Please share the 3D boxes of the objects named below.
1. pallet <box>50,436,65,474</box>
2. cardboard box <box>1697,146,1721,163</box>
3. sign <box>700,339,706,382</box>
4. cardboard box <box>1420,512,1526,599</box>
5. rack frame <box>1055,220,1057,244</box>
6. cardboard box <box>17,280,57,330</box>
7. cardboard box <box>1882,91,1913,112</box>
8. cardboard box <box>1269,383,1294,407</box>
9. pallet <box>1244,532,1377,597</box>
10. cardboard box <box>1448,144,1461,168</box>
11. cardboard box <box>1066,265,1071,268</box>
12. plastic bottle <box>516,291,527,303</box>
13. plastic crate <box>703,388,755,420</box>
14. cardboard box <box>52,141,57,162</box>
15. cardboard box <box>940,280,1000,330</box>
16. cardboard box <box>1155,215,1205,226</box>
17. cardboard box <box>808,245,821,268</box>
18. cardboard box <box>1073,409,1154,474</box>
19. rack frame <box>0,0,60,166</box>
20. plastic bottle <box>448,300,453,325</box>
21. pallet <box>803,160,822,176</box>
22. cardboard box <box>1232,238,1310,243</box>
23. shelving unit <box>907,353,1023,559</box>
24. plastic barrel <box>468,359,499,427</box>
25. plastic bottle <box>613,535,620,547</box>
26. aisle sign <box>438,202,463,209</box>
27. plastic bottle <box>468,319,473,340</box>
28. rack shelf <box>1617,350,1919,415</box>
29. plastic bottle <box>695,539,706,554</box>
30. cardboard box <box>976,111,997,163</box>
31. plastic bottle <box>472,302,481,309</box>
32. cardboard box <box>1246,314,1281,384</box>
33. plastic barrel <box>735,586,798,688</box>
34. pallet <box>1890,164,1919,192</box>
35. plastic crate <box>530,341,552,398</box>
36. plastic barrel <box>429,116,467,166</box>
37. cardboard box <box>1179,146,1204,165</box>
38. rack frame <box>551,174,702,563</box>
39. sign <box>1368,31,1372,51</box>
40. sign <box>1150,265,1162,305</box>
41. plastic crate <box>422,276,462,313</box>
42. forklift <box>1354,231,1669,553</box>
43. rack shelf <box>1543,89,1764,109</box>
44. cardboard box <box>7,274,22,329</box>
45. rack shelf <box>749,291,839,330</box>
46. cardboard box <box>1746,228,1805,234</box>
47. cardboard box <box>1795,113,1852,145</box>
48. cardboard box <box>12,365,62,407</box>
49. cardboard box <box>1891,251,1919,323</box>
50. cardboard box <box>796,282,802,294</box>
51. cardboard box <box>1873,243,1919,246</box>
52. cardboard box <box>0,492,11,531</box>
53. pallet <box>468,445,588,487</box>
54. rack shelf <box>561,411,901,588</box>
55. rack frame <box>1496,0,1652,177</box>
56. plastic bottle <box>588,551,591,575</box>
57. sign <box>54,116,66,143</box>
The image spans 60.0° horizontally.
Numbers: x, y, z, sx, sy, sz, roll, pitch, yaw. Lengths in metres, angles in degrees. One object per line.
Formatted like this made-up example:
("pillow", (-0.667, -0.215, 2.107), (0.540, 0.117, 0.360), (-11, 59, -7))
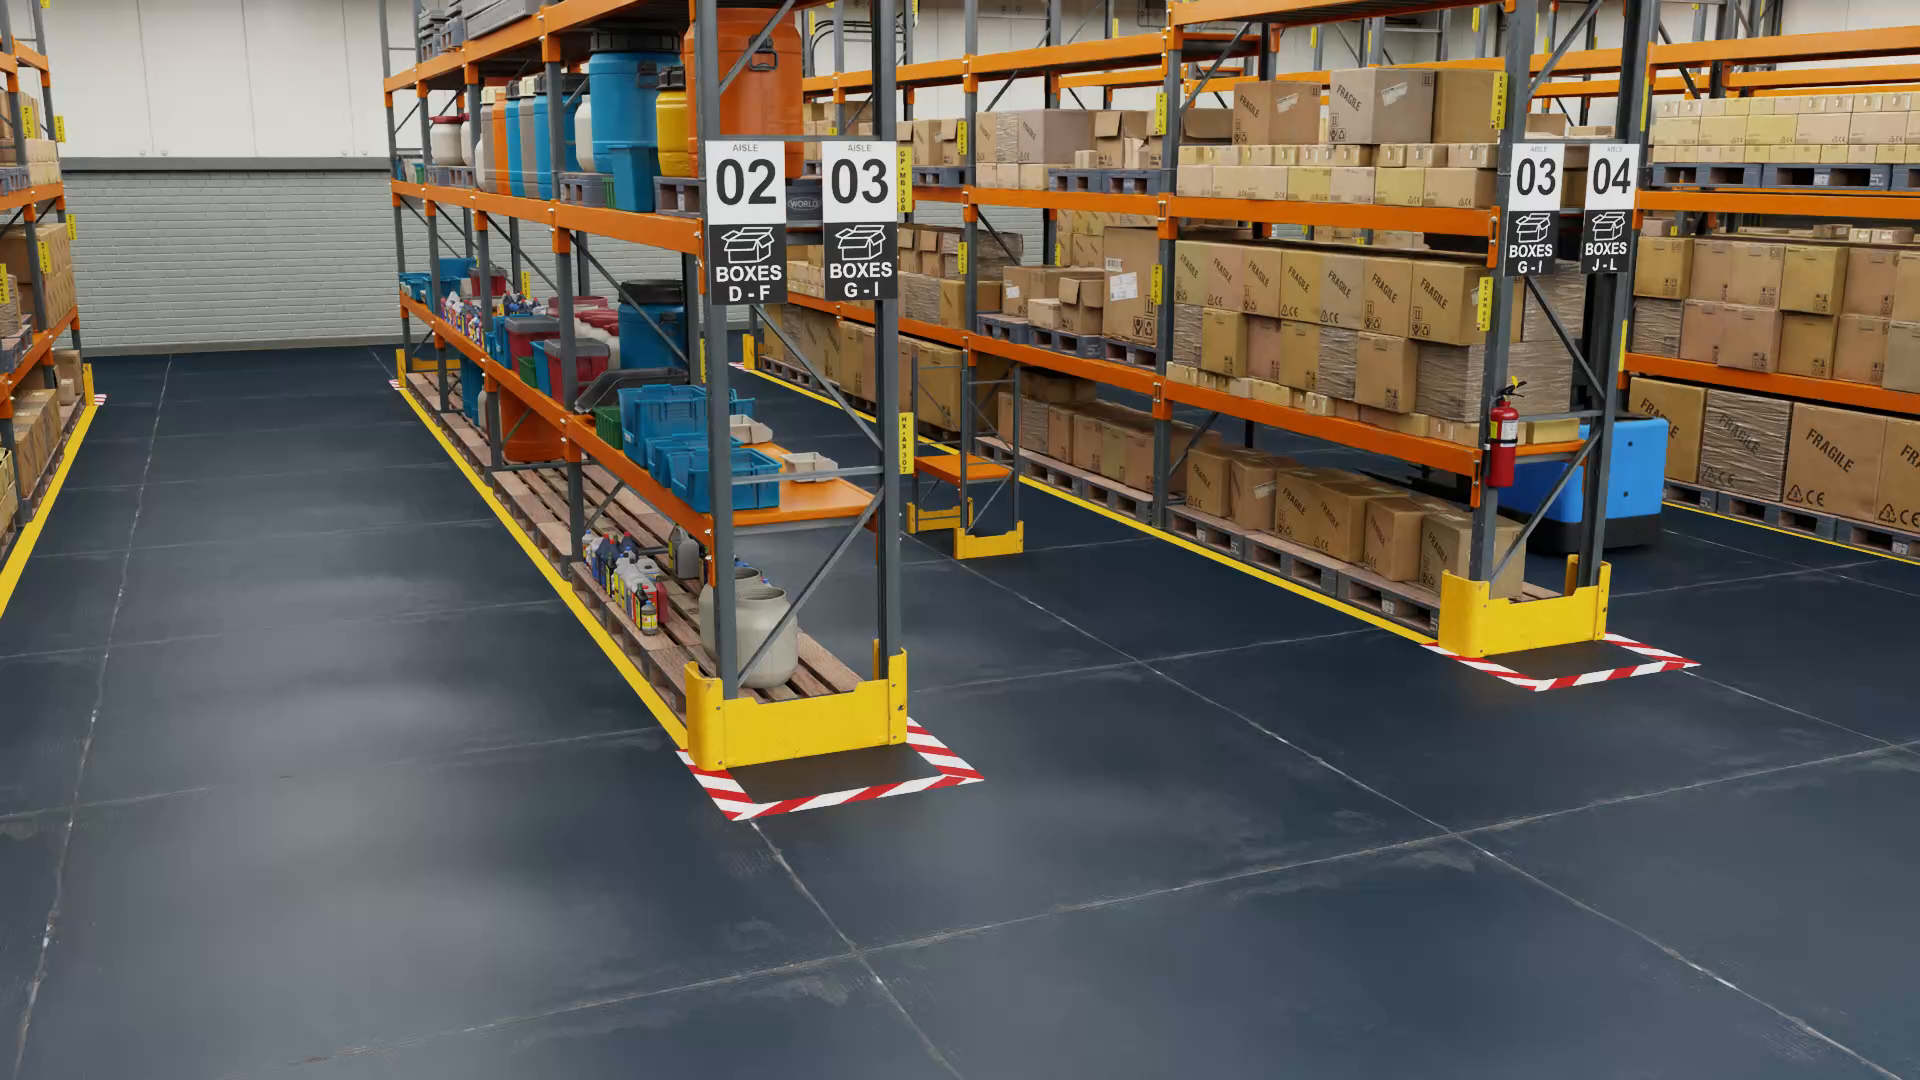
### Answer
("pallet", (-9.787, -0.838, 17.023), (1.003, 0.211, 1.213), (-6, 14, -23))
("cardboard box", (6.759, -3.411, 14.707), (0.380, 0.149, 0.250), (-6, 14, -23))
("sign", (-1.894, -1.337, 12.382), (0.100, 0.325, 0.005), (-6, 14, -23))
("cardboard box", (3.503, 0.107, 11.369), (0.500, 0.500, 0.500), (-3, 13, -13))
("rack frame", (1.914, -4.509, 26.699), (1.000, 3.000, 0.127), (-6, 14, -23))
("cardboard box", (-10.102, -2.540, 17.970), (0.500, 0.500, 0.500), (-5, 14, -21))
("cardboard box", (7.472, -3.433, 13.032), (0.380, 0.149, 0.250), (-6, 14, -23))
("cardboard box", (2.559, -1.100, 12.526), (0.380, 0.149, 0.250), (-6, 14, -23))
("pallet", (2.930, 0.144, 12.779), (1.003, 0.211, 1.213), (-6, 14, -23))
("cardboard box", (3.344, -2.452, 10.608), (0.380, 0.149, 0.250), (-6, 14, -25))
("cardboard box", (1.883, -4.241, 26.099), (0.380, 0.149, 0.250), (-5, 14, -21))
("plastic bottle", (-4.865, -2.585, 18.497), (0.144, 0.351, 0.185), (-6, 14, -23))
("plastic crate", (-1.710, -0.879, 11.343), (0.499, 0.251, 0.616), (-6, 14, -23))
("cardboard box", (-11.310, -4.736, 20.254), (0.500, 0.250, 0.500), (-6, 14, -23))
("cardboard box", (0.109, -2.557, 18.044), (0.500, 0.500, 0.500), (-5, 14, -21))
("cardboard box", (3.080, -4.436, 23.284), (0.500, 0.500, 0.500), (-6, 14, -25))
("cardboard box", (-1.695, -3.867, 21.936), (0.500, 0.500, 0.500), (-5, 14, -22))
("cardboard box", (1.511, -0.944, 15.862), (0.700, 0.500, 0.500), (-7, 15, -28))
("rack frame", (-11.749, -6.110, 20.314), (1.000, 3.000, 0.127), (-6, 14, -23))
("plastic bottle", (-5.603, -2.513, 18.361), (0.097, 0.271, 0.097), (0, 13, 0))
("pallet", (-1.387, -4.843, 21.689), (1.003, 0.211, 1.213), (-6, 14, -23))
("cardboard box", (2.568, -2.215, 13.689), (0.500, 0.500, 0.500), (-6, 14, -23))
("shelving unit", (0.031, -0.715, 13.633), (0.587, 1.500, 1.083), (-6, 14, -23))
("plastic barrel", (-5.121, -1.730, 18.414), (0.600, 0.901, 0.708), (-6, 14, -23))
("plastic bottle", (-2.425, 0.114, 11.774), (0.061, 0.283, 0.133), (-6, 14, -23))
("aisle sign", (-6.970, -4.942, 22.806), (0.394, 0.787, 0.004), (-6, 14, -23))
("plastic bottle", (-4.953, -2.144, 16.920), (0.097, 0.201, 0.097), (0, 13, 0))
("rack shelf", (7.522, -1.266, 14.282), (1.077, 0.370, 4.000), (-6, 14, -23))
("plastic bottle", (-1.804, 0.068, 11.824), (0.144, 0.351, 0.185), (-6, 15, -26))
("cardboard box", (0.486, -4.062, 16.786), (0.500, 0.500, 0.500), (-5, 14, -22))
("plastic bottle", (-5.260, -2.440, 18.034), (0.152, 0.276, 0.135), (-6, 14, -23))
("cardboard box", (2.720, -1.497, 12.803), (0.875, 0.500, 0.500), (-6, 14, -23))
("plastic barrel", (-1.134, 0.550, 9.428), (0.421, 0.512, 0.421), (0, 13, 0))
("pallet", (8.016, -2.774, 12.746), (1.003, 0.211, 1.213), (-6, 14, -23))
("plastic crate", (-3.129, -1.347, 13.073), (0.392, 0.384, 0.575), (-6, 14, -23))
("plastic barrel", (-5.626, -4.409, 18.381), (0.433, 0.535, 0.433), (0, 13, 0))
("cardboard box", (1.984, -3.090, 13.365), (0.380, 0.149, 0.250), (-6, 14, -25))
("rack frame", (-2.402, -1.155, 12.208), (1.000, 3.000, 0.127), (-6, 14, -23))
("sign", (6.912, -8.439, 28.129), (0.100, 0.325, 0.005), (-6, 14, -23))
("sign", (1.629, -2.116, 13.791), (0.100, 0.325, 0.005), (-6, 14, -23))
("plastic crate", (-6.107, -2.895, 19.628), (0.392, 0.384, 0.575), (-6, 14, -23))
("forklift", (4.650, -1.611, 14.329), (1.130, 2.935, 3.031), (-5, 14, -22))
("rack shelf", (11.757, -7.583, 28.281), (1.077, 0.370, 4.000), (-6, 14, -23))
("cardboard box", (-9.383, -2.255, 15.808), (0.700, 0.500, 0.500), (-10, 16, -37))
("rack shelf", (-1.870, -3.318, 23.149), (1.077, 0.370, 4.000), (-6, 14, -23))
("cardboard box", (12.754, -4.626, 26.050), (0.700, 0.500, 0.500), (-5, 14, -22))
("cardboard box", (7.270, -3.377, 13.676), (0.500, 0.250, 0.500), (-5, 14, -22))
("cardboard box", (-10.904, -1.747, 19.327), (0.797, 0.503, 0.637), (-6, 14, -23))
("cardboard box", (7.905, -1.988, 13.079), (0.875, 0.550, 0.550), (-6, 14, -23))
("cardboard box", (-2.006, -3.432, 22.602), (0.380, 0.149, 0.250), (-6, 14, -24))
("cardboard box", (10.621, -3.073, 18.681), (0.500, 0.500, 0.500), (-6, 14, -23))
("cardboard box", (-7.901, -0.207, 13.279), (0.500, 0.250, 0.500), (-6, 14, -24))
("pallet", (-4.359, -0.782, 16.781), (1.003, 0.211, 1.213), (-6, 14, -23))
("rack shelf", (-1.601, -0.391, 10.504), (1.077, 0.370, 4.000), (-6, 14, -23))
("rack frame", (3.738, -3.699, 9.894), (1.000, 3.000, 0.127), (-6, 14, -23))
("plastic bottle", (-2.595, 0.141, 11.837), (0.097, 0.201, 0.097), (0, 13, 0))
("sign", (-11.233, -5.126, 20.751), (0.100, 0.325, 0.005), (-6, 14, -23))
